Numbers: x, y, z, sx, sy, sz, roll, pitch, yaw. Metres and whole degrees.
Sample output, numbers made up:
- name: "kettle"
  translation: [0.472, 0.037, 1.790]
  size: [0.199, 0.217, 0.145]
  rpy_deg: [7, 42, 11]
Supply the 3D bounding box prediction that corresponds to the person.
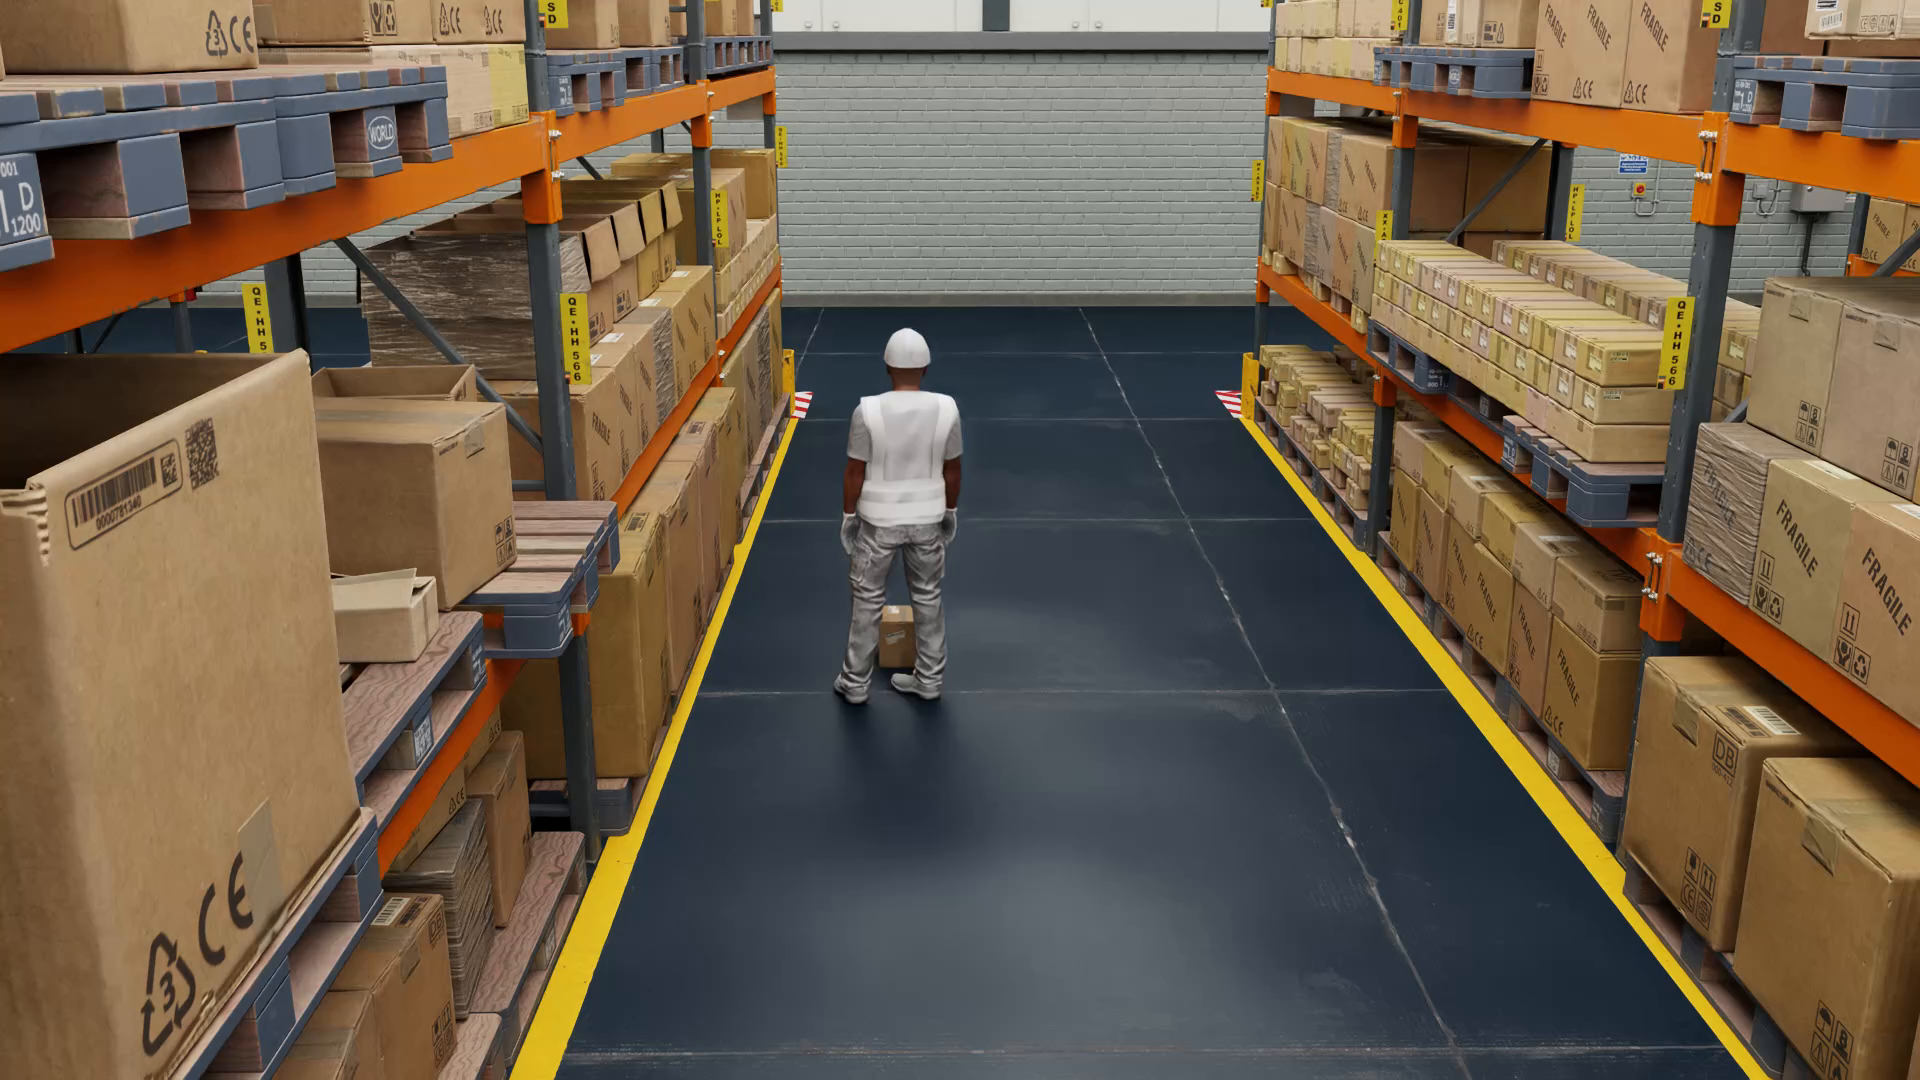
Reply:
- name: "person"
  translation: [-0.297, -0.110, 7.831]
  size: [0.602, 1.792, 0.405]
  rpy_deg: [-5, 18, -16]
